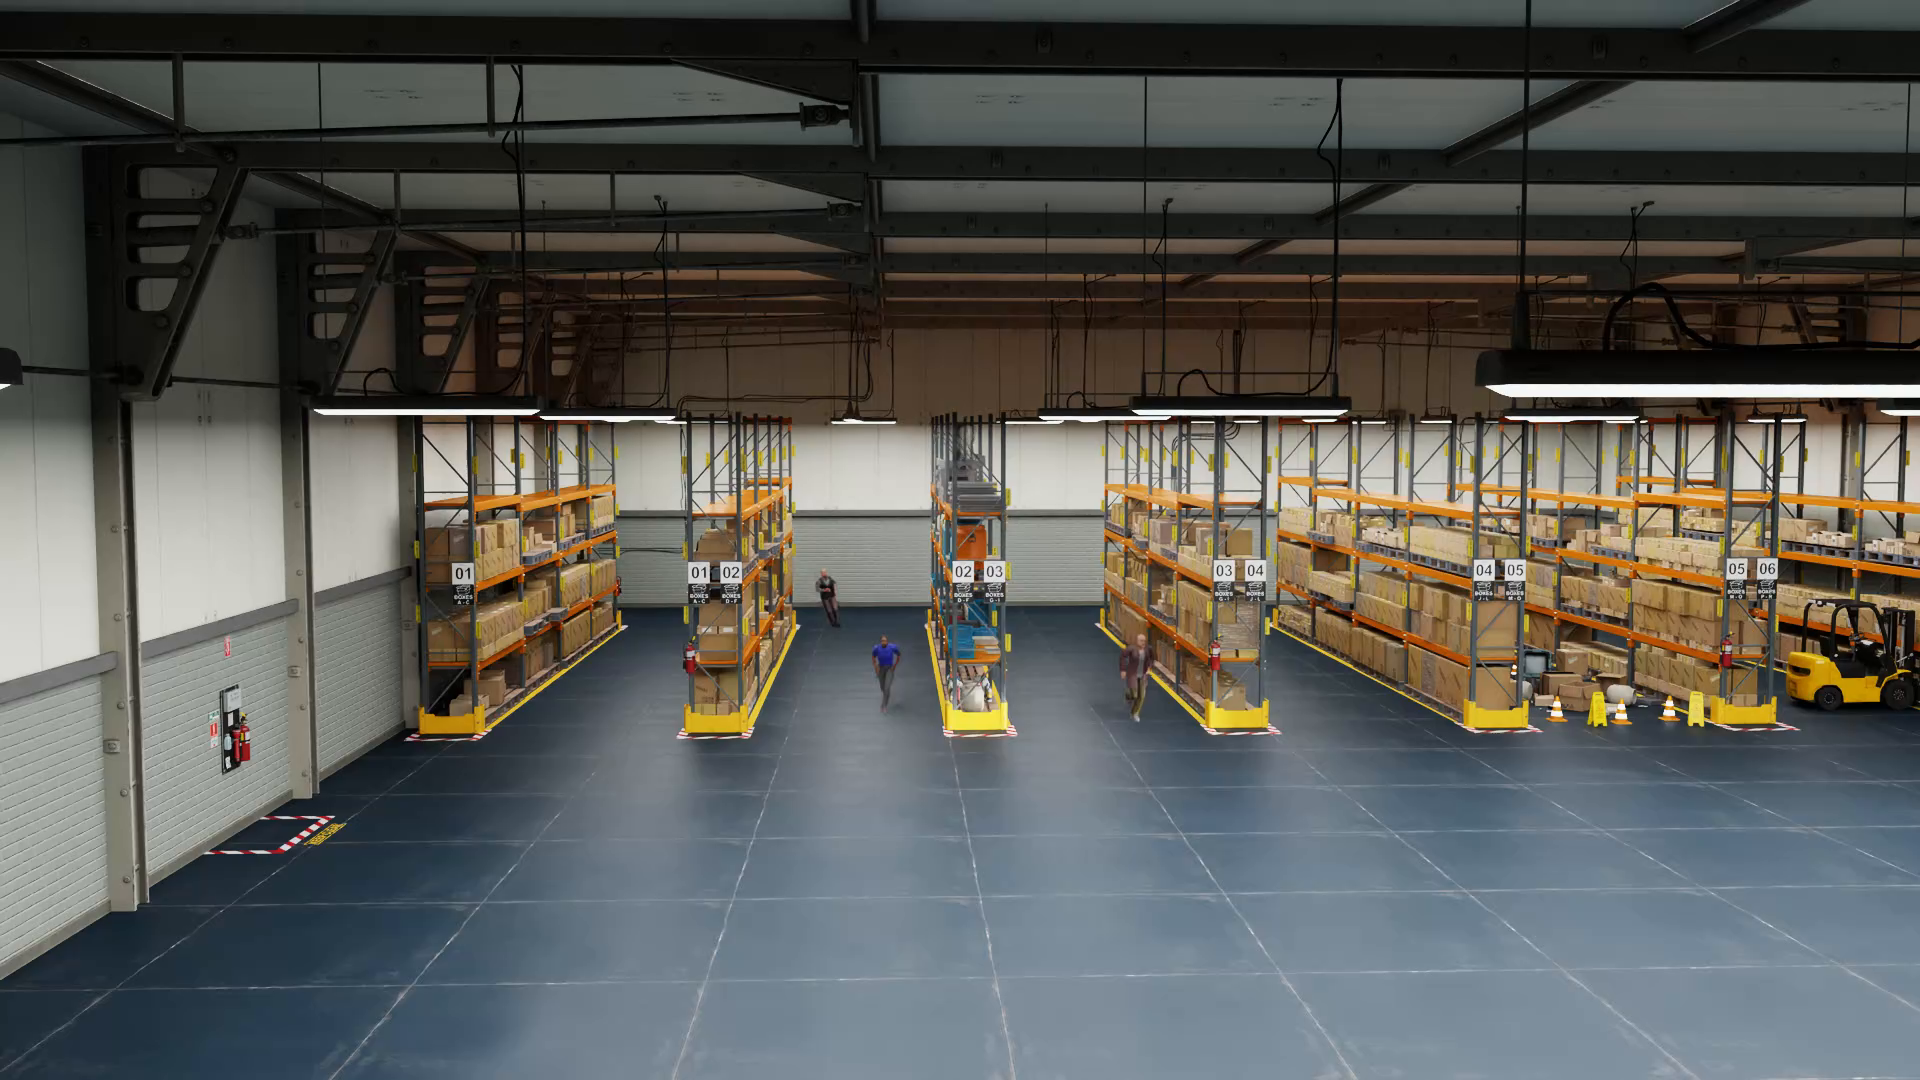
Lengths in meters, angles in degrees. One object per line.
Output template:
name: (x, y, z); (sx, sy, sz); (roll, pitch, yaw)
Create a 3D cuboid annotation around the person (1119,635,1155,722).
person: (3.442, 2.674, 32.571); (0.706, 1.717, 0.805); (-1, 4, -19)

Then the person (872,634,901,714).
person: (-1.482, 2.670, 33.615); (0.585, 1.615, 0.903); (0, 4, 0)

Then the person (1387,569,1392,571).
person: (12.947, 1.686, 49.242); (0.733, 1.435, 0.536); (-1, 4, -10)

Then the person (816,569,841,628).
person: (-3.767, 1.675, 47.357); (0.709, 1.725, 0.657); (-1, 4, -14)
